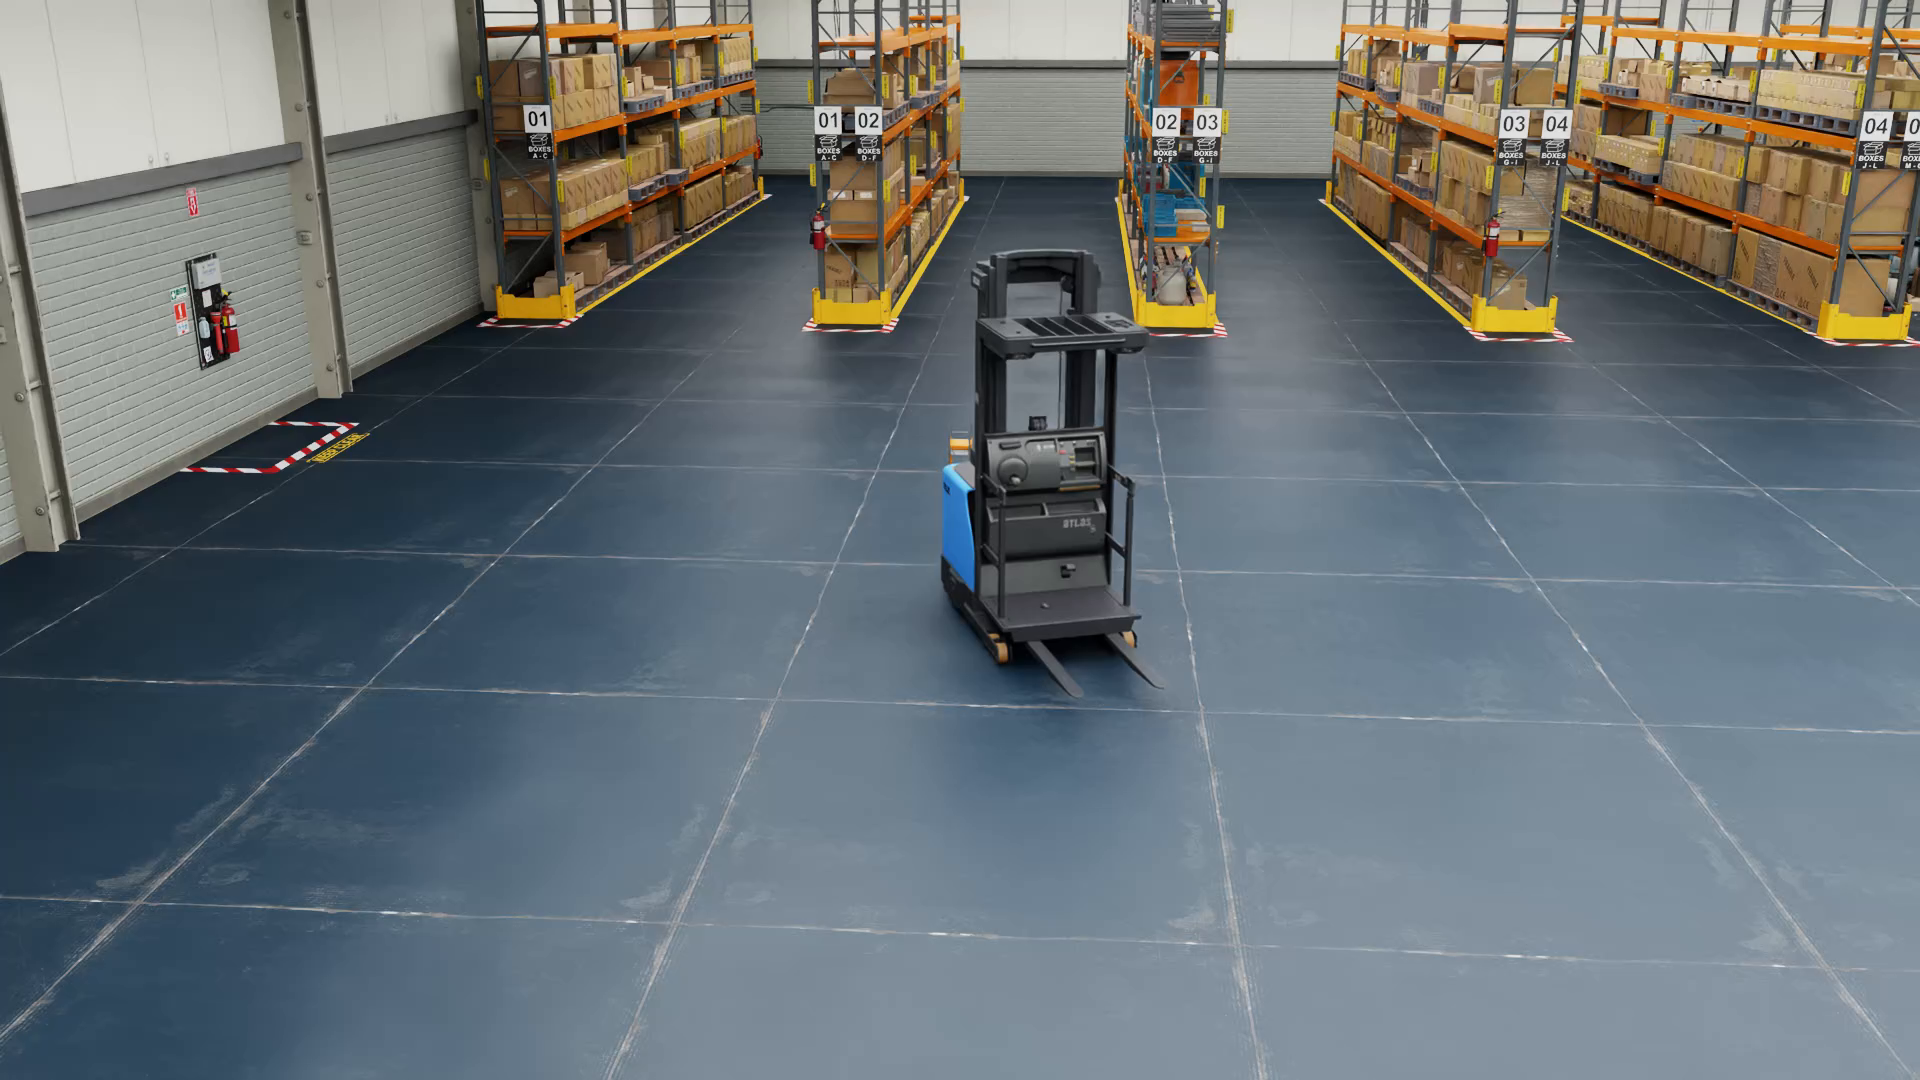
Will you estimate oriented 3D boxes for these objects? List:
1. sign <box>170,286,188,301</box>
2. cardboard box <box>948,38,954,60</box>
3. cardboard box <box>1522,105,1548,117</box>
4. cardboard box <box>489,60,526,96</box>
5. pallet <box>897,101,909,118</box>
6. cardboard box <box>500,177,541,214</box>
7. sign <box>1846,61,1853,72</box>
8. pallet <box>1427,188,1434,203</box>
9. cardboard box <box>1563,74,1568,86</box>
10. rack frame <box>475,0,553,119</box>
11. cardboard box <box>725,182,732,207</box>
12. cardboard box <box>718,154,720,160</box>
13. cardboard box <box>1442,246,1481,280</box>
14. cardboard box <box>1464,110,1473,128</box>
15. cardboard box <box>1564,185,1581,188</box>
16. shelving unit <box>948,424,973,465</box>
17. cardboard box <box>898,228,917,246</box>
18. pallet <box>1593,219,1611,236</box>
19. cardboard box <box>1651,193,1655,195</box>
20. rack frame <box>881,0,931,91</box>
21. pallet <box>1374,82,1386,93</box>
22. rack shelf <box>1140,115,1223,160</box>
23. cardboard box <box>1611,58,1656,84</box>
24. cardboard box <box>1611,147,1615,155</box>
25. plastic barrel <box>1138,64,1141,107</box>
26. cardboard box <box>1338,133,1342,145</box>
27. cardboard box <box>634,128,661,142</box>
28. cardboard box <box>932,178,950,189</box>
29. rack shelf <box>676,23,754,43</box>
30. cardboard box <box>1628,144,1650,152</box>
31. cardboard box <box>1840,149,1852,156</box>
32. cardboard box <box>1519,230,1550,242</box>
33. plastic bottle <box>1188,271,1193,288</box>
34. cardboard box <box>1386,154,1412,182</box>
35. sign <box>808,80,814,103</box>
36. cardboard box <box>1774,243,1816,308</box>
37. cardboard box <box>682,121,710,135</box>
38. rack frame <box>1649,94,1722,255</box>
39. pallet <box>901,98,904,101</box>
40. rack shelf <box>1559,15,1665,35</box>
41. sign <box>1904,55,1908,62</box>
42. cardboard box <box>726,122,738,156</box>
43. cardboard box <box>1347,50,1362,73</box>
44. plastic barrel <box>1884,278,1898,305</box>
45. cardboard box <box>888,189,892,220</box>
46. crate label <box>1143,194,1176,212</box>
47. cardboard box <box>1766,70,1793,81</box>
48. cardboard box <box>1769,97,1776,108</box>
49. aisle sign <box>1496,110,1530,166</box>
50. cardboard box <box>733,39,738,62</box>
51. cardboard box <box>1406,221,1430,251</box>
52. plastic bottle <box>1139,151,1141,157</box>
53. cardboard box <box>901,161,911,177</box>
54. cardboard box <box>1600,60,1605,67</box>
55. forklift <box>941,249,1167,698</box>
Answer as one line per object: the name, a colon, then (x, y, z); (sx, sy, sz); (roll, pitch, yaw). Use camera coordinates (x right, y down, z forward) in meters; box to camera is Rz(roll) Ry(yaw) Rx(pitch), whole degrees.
sign: (-8.177, -2.582, 17.405); (0.001, 0.109, 0.331); (1, 18, 4)
cardboard box: (-0.518, -11.523, 39.016); (0.700, 0.500, 0.500); (1, 18, 4)
cardboard box: (8.497, -6.327, 24.525); (0.380, 0.149, 0.250); (1, 18, 3)
cardboard box: (-6.815, -6.972, 25.096); (0.500, 0.500, 0.500); (2, 18, 6)
pallet: (-1.393, -7.126, 27.505); (1.003, 0.211, 1.213); (1, 18, 4)
cardboard box: (-6.764, -5.321, 25.676); (0.500, 0.500, 0.500); (1, 18, 3)
sign: (18.427, -9.770, 34.474); (0.100, 0.325, 0.005); (1, 18, 4)
pallet: (8.723, -5.929, 28.834); (1.003, 0.211, 1.213); (1, 18, 4)
cardboard box: (13.994, -10.428, 37.680); (0.500, 0.250, 0.500); (2, 18, 6)
rack frame: (-6.585, -7.726, 24.377); (1.000, 3.000, 0.127); (1, 18, 4)
cardboard box: (-5.569, -7.844, 37.711); (0.700, 0.500, 0.500); (2, 18, 5)
cardboard box: (-5.467, -8.381, 36.381); (0.380, 0.149, 0.250); (1, 18, 4)
cardboard box: (8.455, -4.674, 28.037); (0.500, 0.500, 0.500); (1, 18, 2)
cardboard box: (8.127, -6.523, 25.765); (0.500, 0.250, 0.500); (1, 18, 3)
cardboard box: (13.872, -7.934, 37.594); (0.380, 0.149, 0.250); (2, 18, 5)
shelving unit: (0.004, -0.516, 15.137); (0.215, 1.050, 0.252); (1, 18, 4)
cardboard box: (-1.038, -5.446, 29.893); (0.500, 0.311, 0.500); (1, 18, 3)
pallet: (13.982, -6.561, 34.935); (1.003, 0.211, 1.213); (1, 18, 4)
cardboard box: (14.125, -6.774, 33.241); (0.500, 0.250, 0.500); (1, 18, 4)
rack frame: (-1.071, -10.101, 31.626); (1.000, 3.000, 0.127); (1, 18, 4)
pallet: (9.080, -9.319, 34.363); (0.805, 0.209, 1.217); (1, 18, 2)
rack shelf: (3.440, -6.359, 26.177); (1.077, 0.370, 4.000); (1, 18, 4)
cardboard box: (13.900, -9.686, 34.339); (0.700, 0.500, 0.500); (1, 18, 4)
cardboard box: (13.480, -7.912, 33.832); (0.380, 0.149, 0.250); (2, 18, 6)
plastic barrel: (3.547, -8.315, 30.301); (0.600, 0.830, 0.708); (1, 18, 4)
cardboard box: (9.049, -9.278, 38.511); (0.500, 0.250, 0.500); (1, 18, 3)
cardboard box: (-6.238, -8.061, 33.159); (0.500, 0.250, 0.500); (2, 18, 5)
cardboard box: (-0.654, -8.099, 38.452); (0.797, 0.503, 0.637); (1, 18, 4)
rack shelf: (-5.582, -11.542, 37.821); (1.077, 0.370, 4.000); (1, 18, 4)
cardboard box: (13.405, -7.728, 32.792); (0.380, 0.149, 0.250); (1, 18, 4)
cardboard box: (18.668, -8.085, 34.545); (0.500, 0.250, 0.500); (1, 18, 2)
cardboard box: (8.495, -4.507, 24.592); (0.380, 0.149, 0.250); (1, 18, 4)
plastic bottle: (3.762, -4.229, 27.014); (0.097, 0.271, 0.097); (0, 18, 0)
cardboard box: (8.598, -7.234, 32.350); (0.500, 0.500, 0.500); (2, 18, 6)
sign: (-2.184, -6.591, 24.435); (0.100, 0.325, 0.005); (1, 18, 4)
cardboard box: (13.220, -4.077, 25.612); (0.875, 0.875, 0.875); (1, 18, 3)
cardboard box: (-5.586, -8.689, 35.076); (0.500, 0.250, 0.500); (2, 18, 5)
rack frame: (13.750, -6.886, 31.448); (1.000, 3.000, 0.127); (1, 18, 4)
pallet: (-1.307, -7.617, 29.168); (0.805, 0.209, 1.217); (1, 18, 2)
rack shelf: (14.180, -11.257, 36.313); (1.077, 0.370, 4.000); (1, 18, 4)
sign: (19.523, -9.861, 34.373); (0.100, 0.325, 0.005); (1, 18, 4)
cardboard box: (-5.612, -9.139, 37.843); (0.980, 0.700, 0.700); (1, 18, 3)
cardboard box: (9.239, -10.898, 37.879); (0.700, 0.500, 0.500); (1, 18, 2)
plastic barrel: (14.912, -4.033, 26.878); (0.512, 0.421, 0.421); (17, 25, 41)
cardboard box: (-1.490, -5.439, 26.871); (0.700, 0.500, 0.500); (2, 18, 6)
crate label: (3.158, -5.248, 26.393); (0.502, 0.435, 0.616); (1, 18, 4)
cardboard box: (13.081, -7.391, 26.459); (0.380, 0.149, 0.250); (1, 18, 3)
cardboard box: (13.062, -6.933, 26.343); (0.380, 0.149, 0.250); (1, 18, 4)
aisle sign: (7.933, -5.766, 23.855); (0.394, 0.787, 0.004); (1, 18, 4)
cardboard box: (-5.334, -11.088, 37.656); (0.500, 0.500, 0.500); (1, 18, 4)
cardboard box: (8.755, -5.668, 31.039); (0.700, 0.500, 0.500); (0, 18, -1)
plastic bottle: (3.805, -8.243, 35.668); (0.144, 0.351, 0.185); (1, 18, 4)
cardboard box: (-1.175, -6.776, 30.953); (0.500, 0.500, 0.500); (0, 18, 1)
cardboard box: (13.795, -10.095, 35.222); (0.380, 0.149, 0.250); (2, 18, 5)
forklift: (0.714, -0.596, 12.363); (1.130, 2.935, 3.031); (-5, 19, -14)
